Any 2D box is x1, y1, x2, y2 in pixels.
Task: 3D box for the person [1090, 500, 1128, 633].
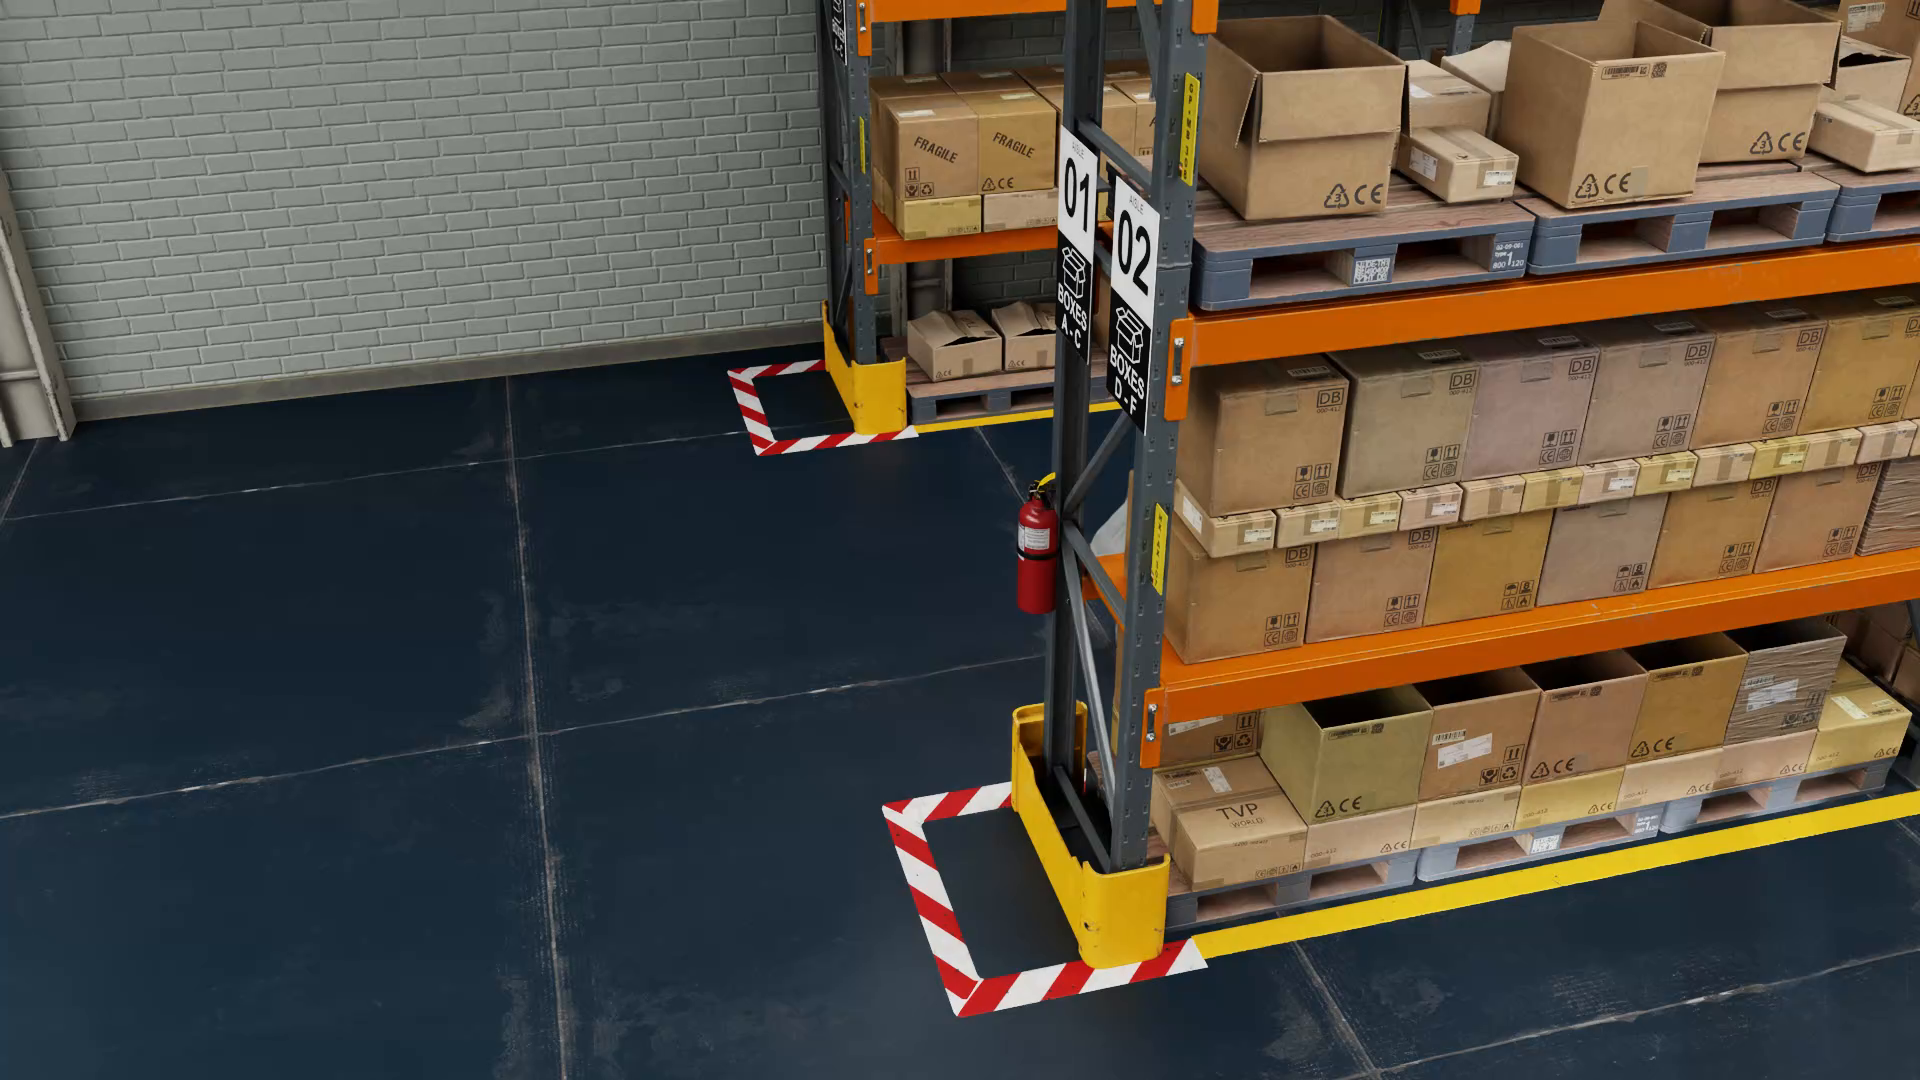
[{"bbox_3d":[1.012,0.079,8.574,0.730,1.122,0.464,-8,32,-13],"label":"person"}]
